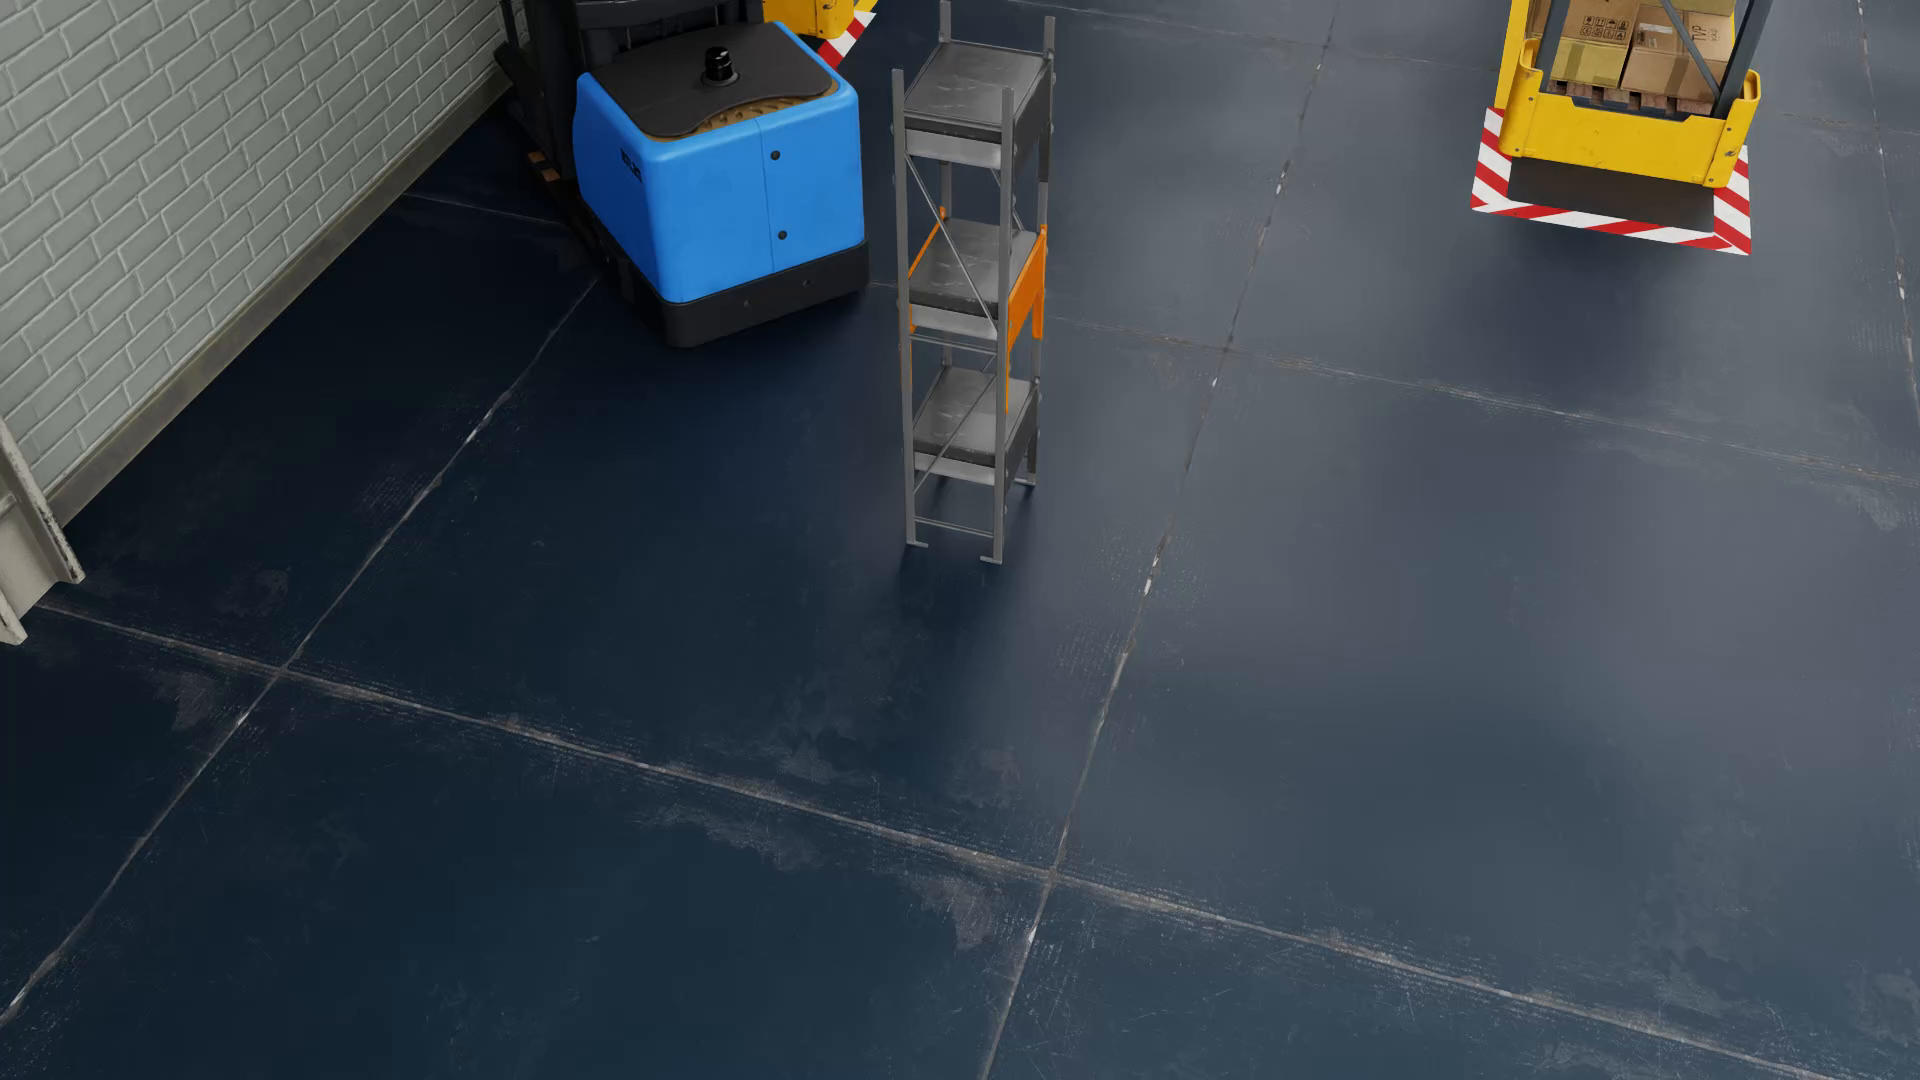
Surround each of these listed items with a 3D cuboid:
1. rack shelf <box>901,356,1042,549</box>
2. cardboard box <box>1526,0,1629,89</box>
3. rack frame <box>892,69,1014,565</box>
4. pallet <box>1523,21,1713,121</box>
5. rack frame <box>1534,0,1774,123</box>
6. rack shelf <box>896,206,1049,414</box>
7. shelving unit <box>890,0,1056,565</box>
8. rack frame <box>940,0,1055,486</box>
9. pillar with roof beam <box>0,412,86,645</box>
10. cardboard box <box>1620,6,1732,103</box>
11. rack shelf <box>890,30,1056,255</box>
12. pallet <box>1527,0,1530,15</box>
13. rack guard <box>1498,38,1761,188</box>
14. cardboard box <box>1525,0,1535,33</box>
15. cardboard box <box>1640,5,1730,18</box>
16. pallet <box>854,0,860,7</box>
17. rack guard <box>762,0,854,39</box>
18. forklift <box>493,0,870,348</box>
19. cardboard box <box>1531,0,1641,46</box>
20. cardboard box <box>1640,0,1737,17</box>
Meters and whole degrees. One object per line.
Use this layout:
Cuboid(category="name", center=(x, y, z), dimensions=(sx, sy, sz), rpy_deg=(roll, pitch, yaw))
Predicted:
Cuboid(category="rack shelf", center=(0.050, -0.351, 6.627), dimensions=(0.431, 0.518, 0.480), rpy_deg=(13, 46, 13))
Cuboid(category="cardboard box", center=(3.356, -2.725, 9.056), dimensions=(0.500, 0.250, 0.500), rpy_deg=(13, 46, 13))
Cuboid(category="rack frame", center=(-0.024, -0.698, 5.962), dimensions=(0.400, 2.100, 0.015), rpy_deg=(13, 46, 13))
Cuboid(category="pallet", center=(3.667, -2.659, 9.317), dimensions=(1.003, 0.211, 1.213), rpy_deg=(13, 46, 13))
Cuboid(category="rack frame", center=(3.475, -3.137, 7.811), dimensions=(1.000, 3.000, 0.127), rpy_deg=(13, 46, 13))
Cuboid(category="rack shelf", center=(0.050, -0.851, 6.138), dimensions=(0.431, 0.518, 0.480), rpy_deg=(13, 46, 13))
Cuboid(category="shelving unit", center=(0.050, -0.861, 6.128), dimensions=(0.431, 2.100, 0.503), rpy_deg=(13, 46, 13))
Cuboid(category="rack frame", center=(0.124, -1.023, 6.295), dimensions=(0.400, 2.100, 0.015), rpy_deg=(13, 46, 13))
Cuboid(category="pillar with roof beam", center=(0.426, -2.067, 2.428), dimensions=(9.100, 9.000, 0.400), rpy_deg=(13, 46, 13))
Cuboid(category="cardboard box", center=(3.849, -2.615, 8.943), dimensions=(0.500, 0.250, 0.500), rpy_deg=(13, 46, 13))
Cuboid(category="rack shelf", center=(0.050, -1.351, 5.648), dimensions=(0.431, 0.518, 0.480), rpy_deg=(13, 46, 13))
Cuboid(category="pallet", center=(4.038, -3.470, 10.145), dimensions=(1.003, 0.211, 1.213), rpy_deg=(13, 46, 13))
Cuboid(category="rack guard", center=(3.468, -2.228, 8.669), dimensions=(1.175, 0.500, 0.348), rpy_deg=(13, 46, 13))
Cuboid(category="cardboard box", center=(3.496, -3.061, 9.399), dimensions=(0.500, 0.250, 0.500), rpy_deg=(13, 46, 13))
Cuboid(category="cardboard box", center=(3.997, -2.949, 9.285), dimensions=(0.500, 0.250, 0.500), rpy_deg=(13, 46, 13))
Cuboid(category="pallet", center=(-0.944, -3.772, 10.454), dimensions=(1.003, 0.211, 1.213), rpy_deg=(13, 46, 13))
Cuboid(category="rack guard", center=(-1.224, -3.341, 9.807), dimensions=(1.175, 0.500, 0.348), rpy_deg=(13, 46, 13))
Cuboid(category="forklift", center=(-1.617, -2.936, 7.655), dimensions=(1.130, 2.935, 3.031), rpy_deg=(-23, 49, -22))
Cuboid(category="cardboard box", center=(3.354, -2.993, 8.794), dimensions=(0.500, 0.500, 0.500), rpy_deg=(13, 46, 13))
Cuboid(category="cardboard box", center=(3.999, -3.217, 9.022), dimensions=(0.500, 0.500, 0.500), rpy_deg=(13, 46, 13))
